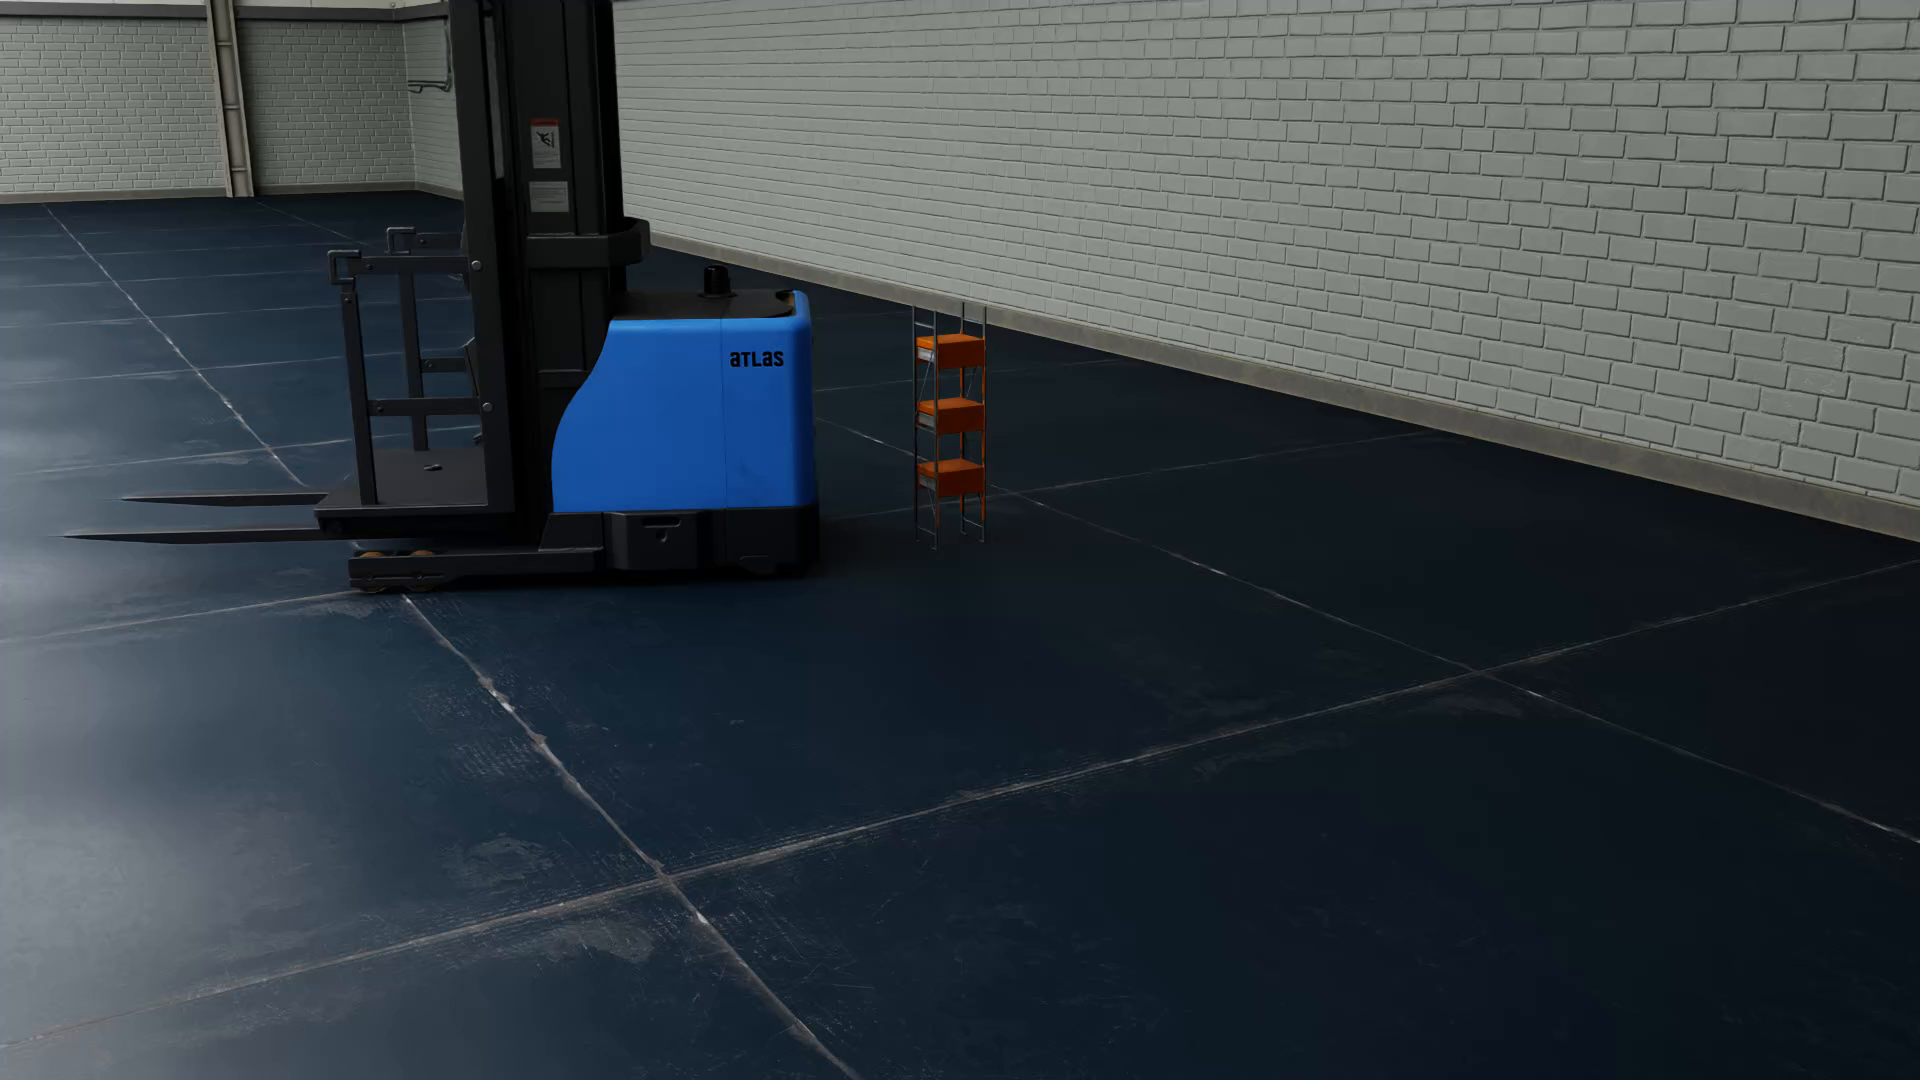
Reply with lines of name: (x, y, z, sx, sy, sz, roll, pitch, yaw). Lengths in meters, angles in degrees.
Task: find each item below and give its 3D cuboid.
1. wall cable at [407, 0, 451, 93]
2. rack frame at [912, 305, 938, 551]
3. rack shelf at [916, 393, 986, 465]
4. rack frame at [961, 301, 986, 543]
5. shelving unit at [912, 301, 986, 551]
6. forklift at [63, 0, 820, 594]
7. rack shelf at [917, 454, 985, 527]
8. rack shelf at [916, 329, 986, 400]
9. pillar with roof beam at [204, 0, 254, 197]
wall cable: (-9.058, -8.801, 27.919, 0.112, 2.526, 3.097, -9, 18, -30)
rack frame: (-0.150, -0.481, 7.212, 0.008, 1.050, 0.200, -9, 18, -30)
rack shelf: (-0.046, -0.488, 7.275, 0.240, 0.259, 0.215, -9, 18, -30)
rack frame: (0.059, -0.515, 7.333, 0.008, 1.050, 0.200, -9, 18, -30)
shelving unit: (-0.046, -0.498, 7.272, 0.252, 1.050, 0.215, -9, 18, -30)
forklift: (-2.133, -1.346, 6.811, 3.031, 2.935, 1.130, -2, 16, -6)
rack shelf: (-0.046, -0.220, 7.350, 0.240, 0.259, 0.215, -9, 18, -30)
rack shelf: (-0.046, -0.761, 7.199, 0.240, 0.259, 0.215, -9, 18, -30)
pillar with roof beam: (-10.047, -9.197, 23.577, 0.400, 9.000, 9.100, -9, 18, -30)
